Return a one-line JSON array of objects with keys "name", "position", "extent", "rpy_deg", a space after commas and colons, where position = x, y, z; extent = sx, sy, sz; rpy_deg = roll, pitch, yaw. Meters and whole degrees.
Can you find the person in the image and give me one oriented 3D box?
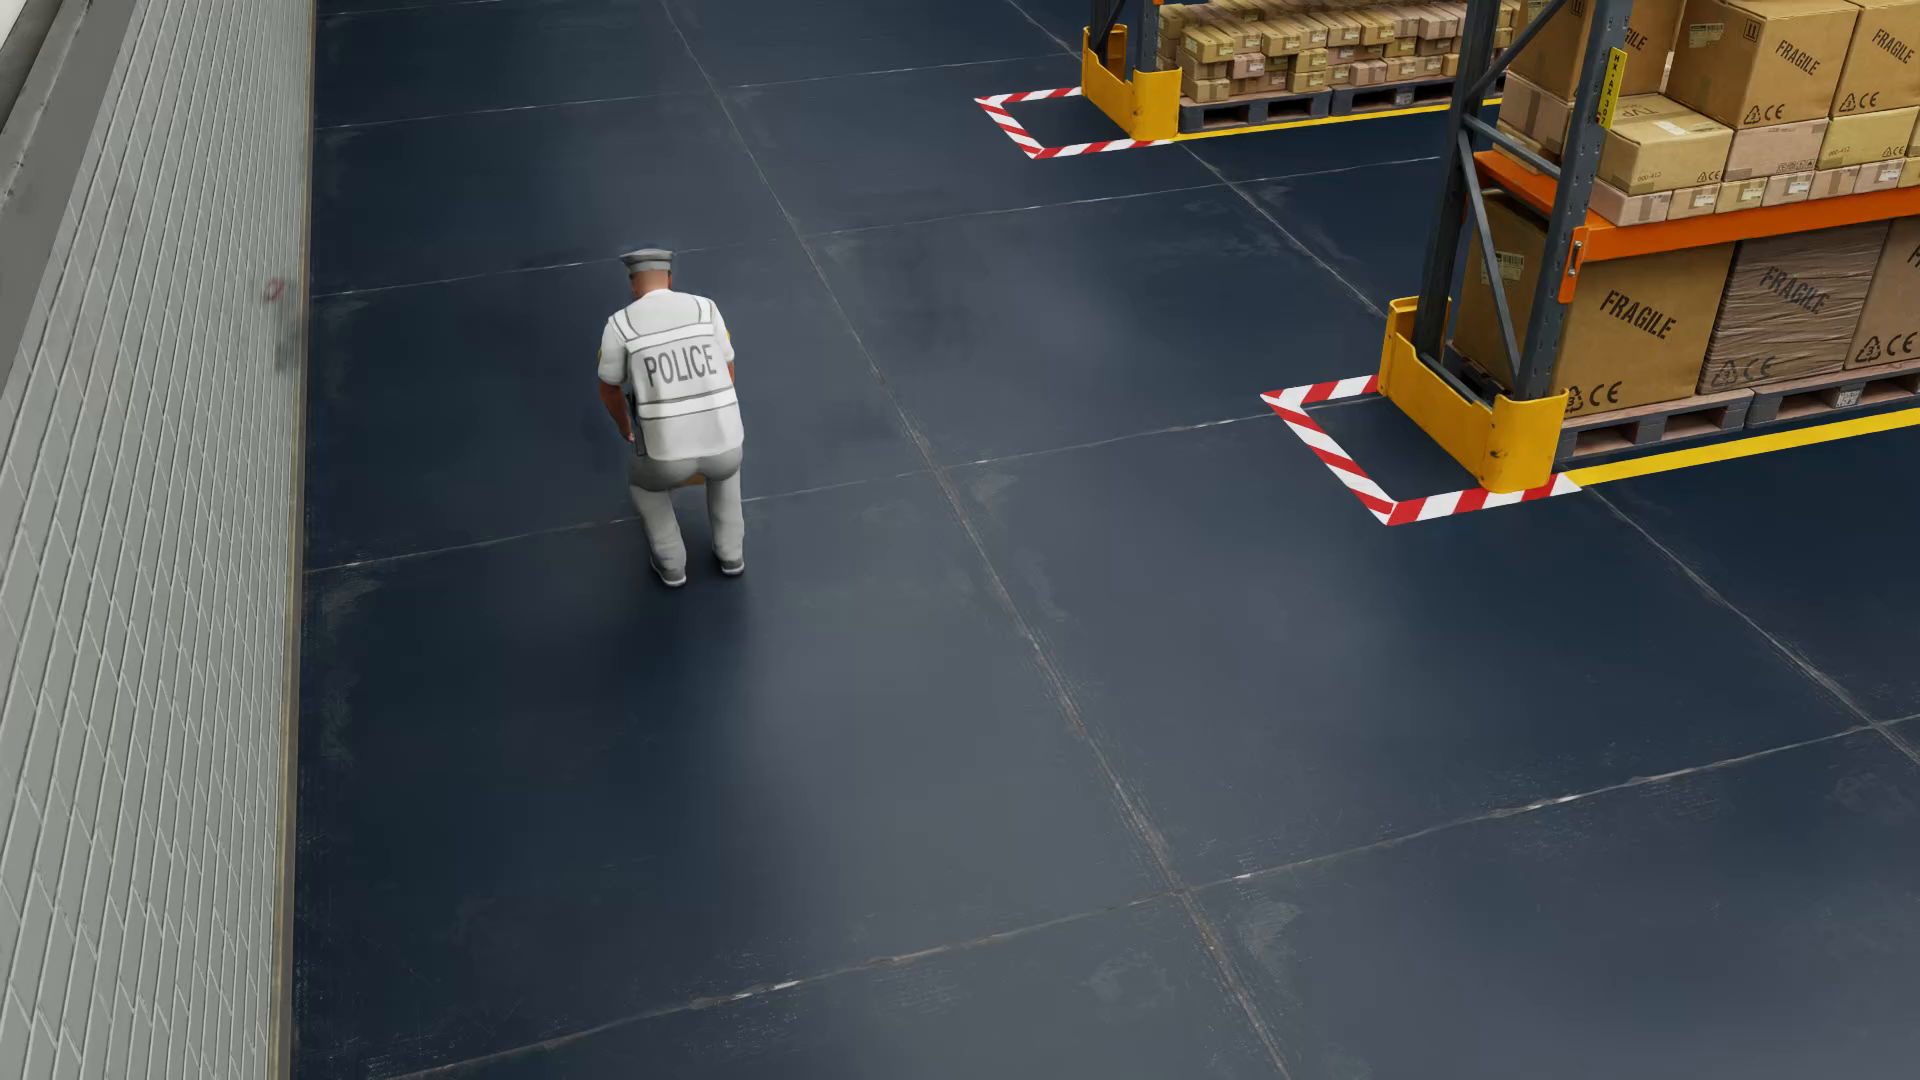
[{"name": "person", "position": [-1.231, -0.501, 7.176], "extent": [0.590, 1.440, 0.790], "rpy_deg": [-10, 35, -14]}]
